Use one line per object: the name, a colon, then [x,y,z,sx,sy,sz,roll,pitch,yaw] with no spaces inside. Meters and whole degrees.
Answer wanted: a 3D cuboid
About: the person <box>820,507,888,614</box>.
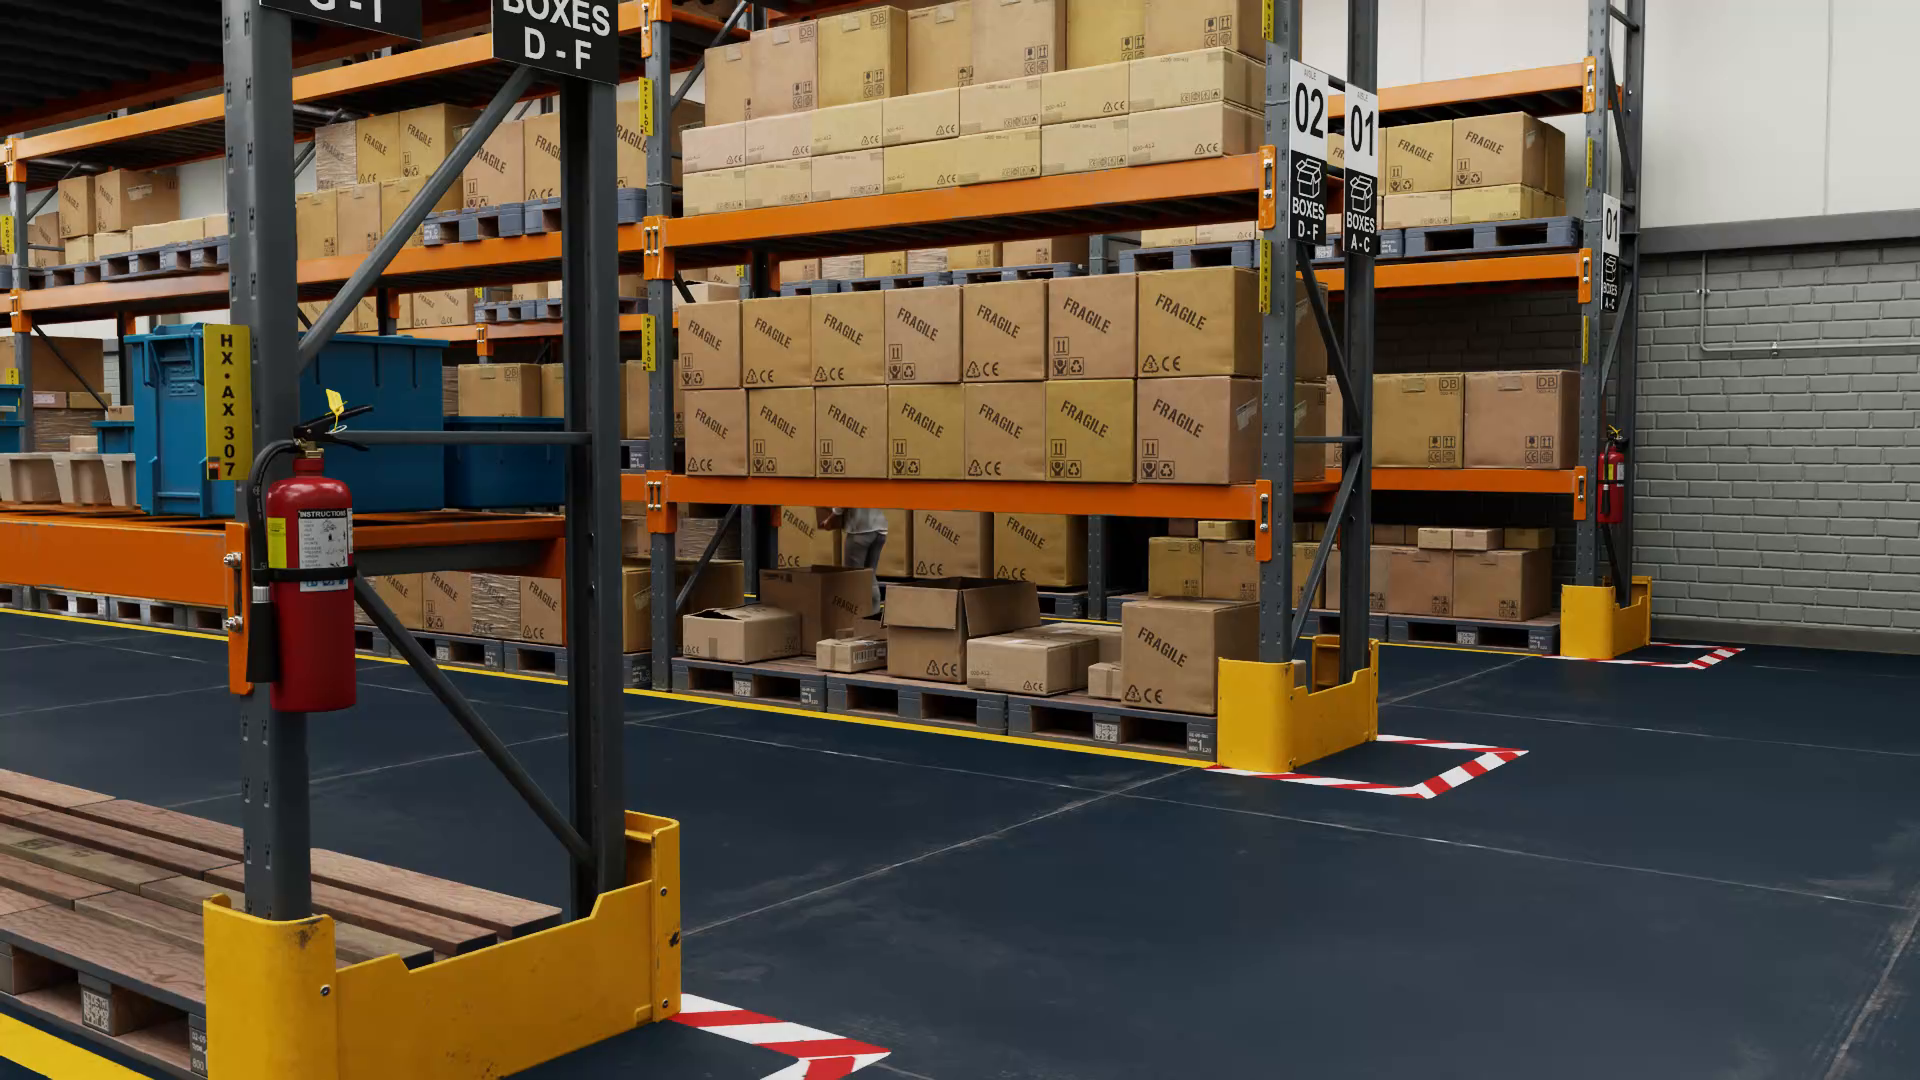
person: [-0.783,-0.038,12.581,0.497,1.591,0.404,3,4,37]
